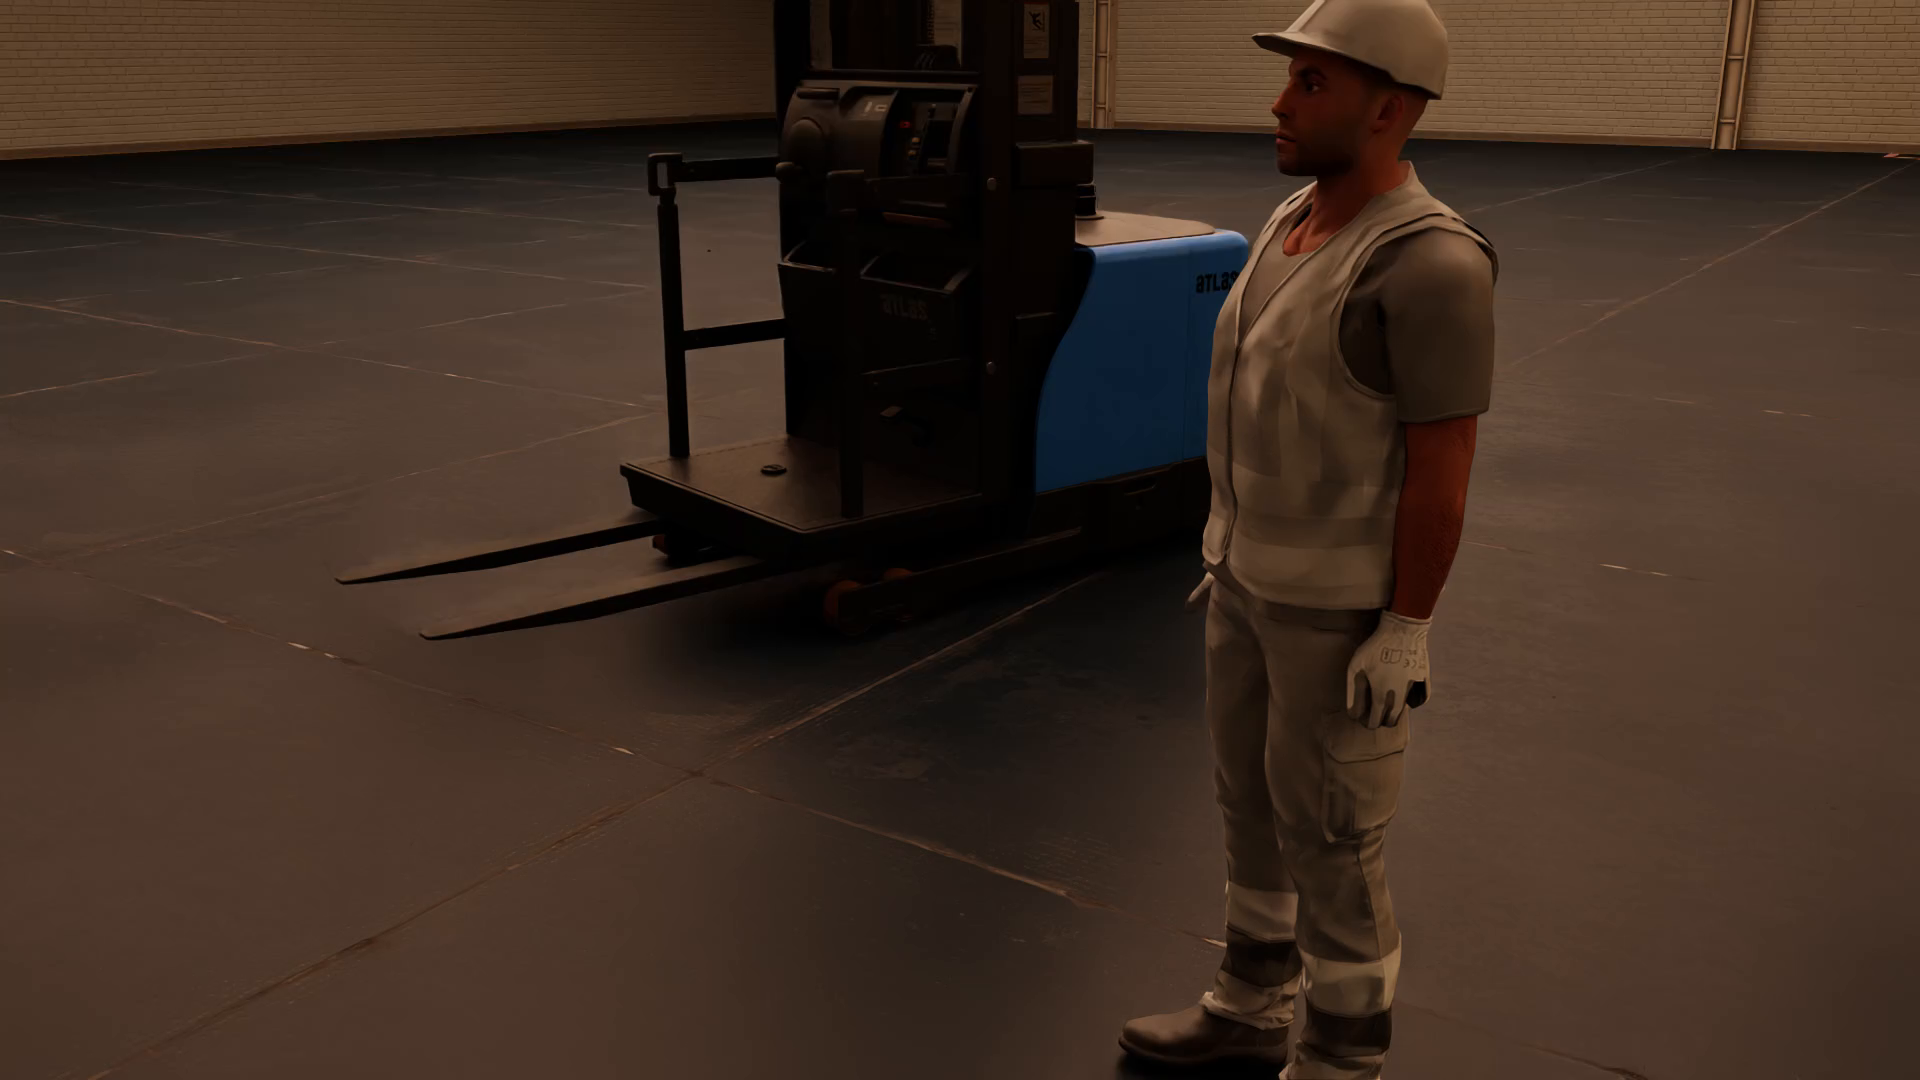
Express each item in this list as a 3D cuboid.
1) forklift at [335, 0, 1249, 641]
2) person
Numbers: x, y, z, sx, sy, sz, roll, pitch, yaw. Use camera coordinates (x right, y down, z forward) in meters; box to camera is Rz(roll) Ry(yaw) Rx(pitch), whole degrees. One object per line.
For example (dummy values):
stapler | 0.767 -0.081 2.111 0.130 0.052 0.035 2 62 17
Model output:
forklift | -0.432 -1.285 5.131 3.031 2.935 1.130 -13 21 -38
person | 0.520 0.089 2.526 0.371 1.795 0.534 -6 18 -18
